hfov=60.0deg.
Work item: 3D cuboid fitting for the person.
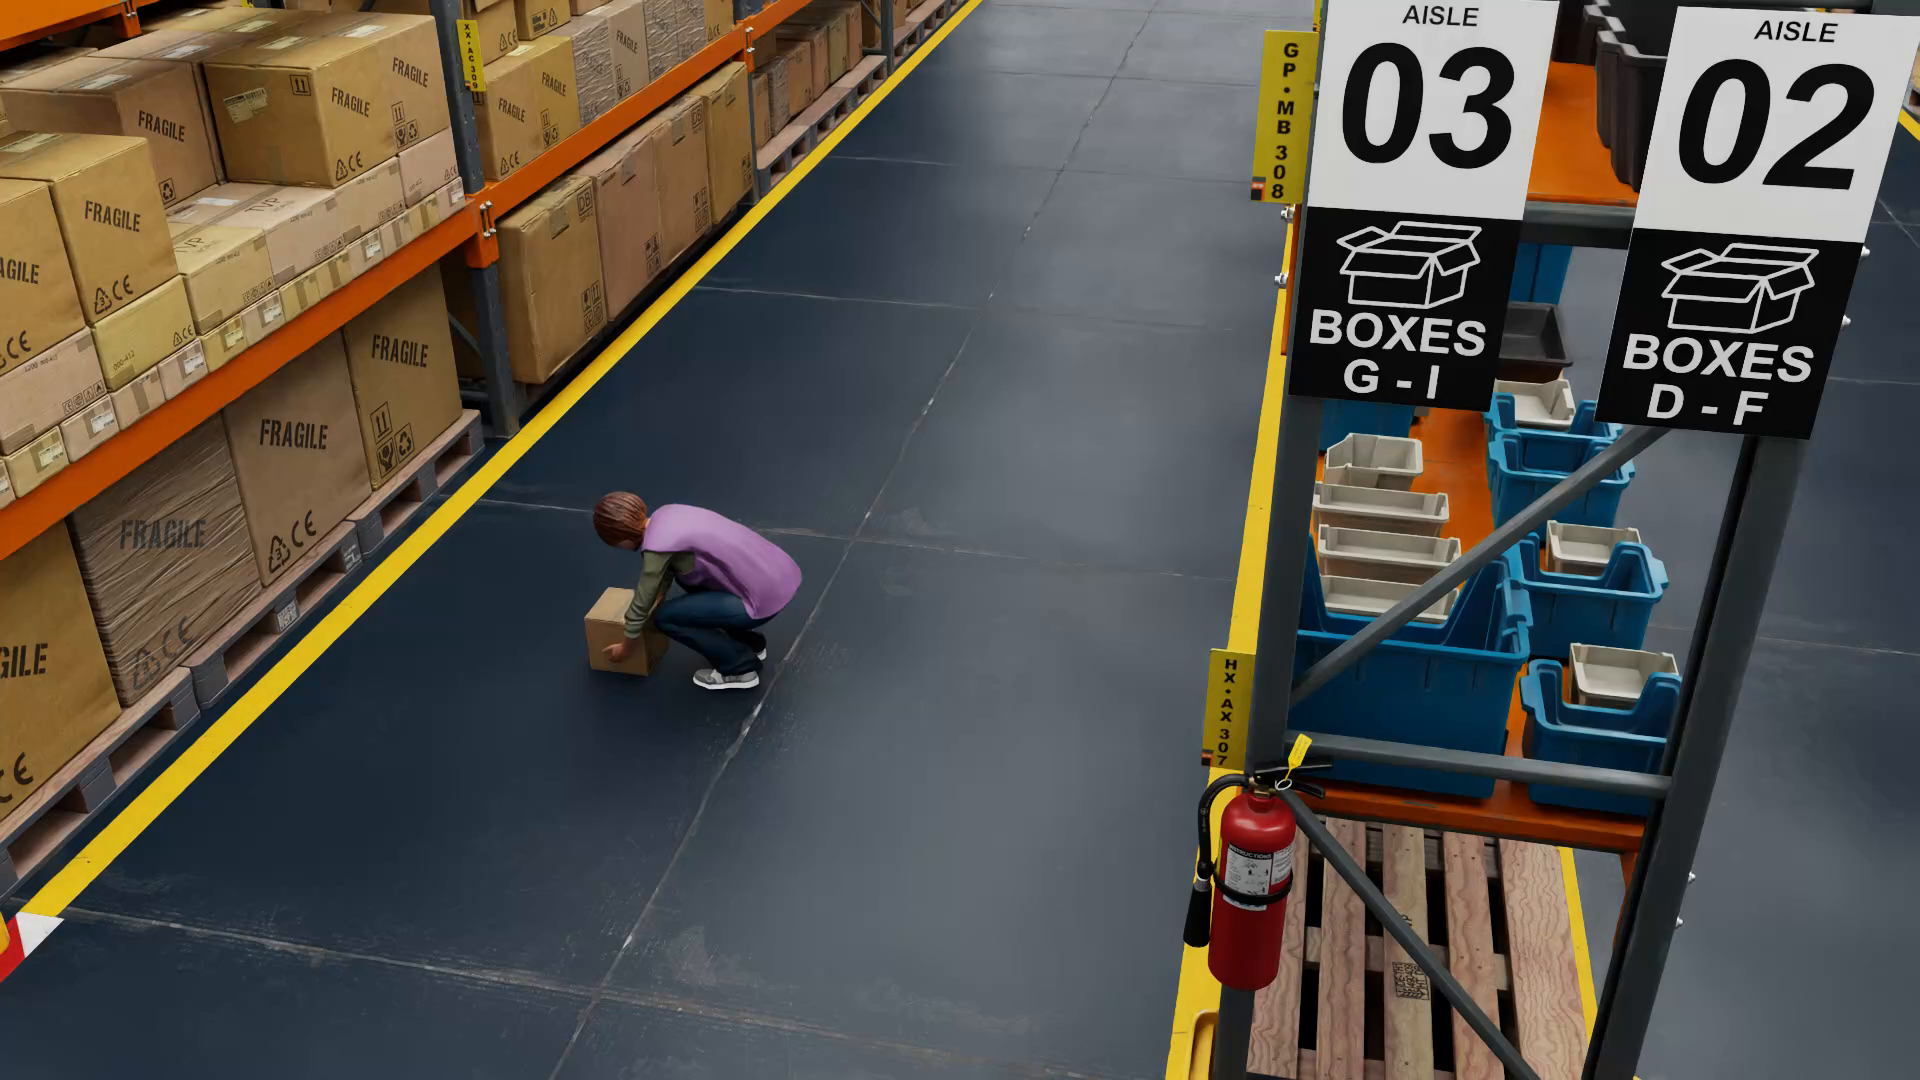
[{"bbox_3d":[-1.034,0.185,6.636,0.802,0.792,0.431,6,30,11],"label":"person"}]
